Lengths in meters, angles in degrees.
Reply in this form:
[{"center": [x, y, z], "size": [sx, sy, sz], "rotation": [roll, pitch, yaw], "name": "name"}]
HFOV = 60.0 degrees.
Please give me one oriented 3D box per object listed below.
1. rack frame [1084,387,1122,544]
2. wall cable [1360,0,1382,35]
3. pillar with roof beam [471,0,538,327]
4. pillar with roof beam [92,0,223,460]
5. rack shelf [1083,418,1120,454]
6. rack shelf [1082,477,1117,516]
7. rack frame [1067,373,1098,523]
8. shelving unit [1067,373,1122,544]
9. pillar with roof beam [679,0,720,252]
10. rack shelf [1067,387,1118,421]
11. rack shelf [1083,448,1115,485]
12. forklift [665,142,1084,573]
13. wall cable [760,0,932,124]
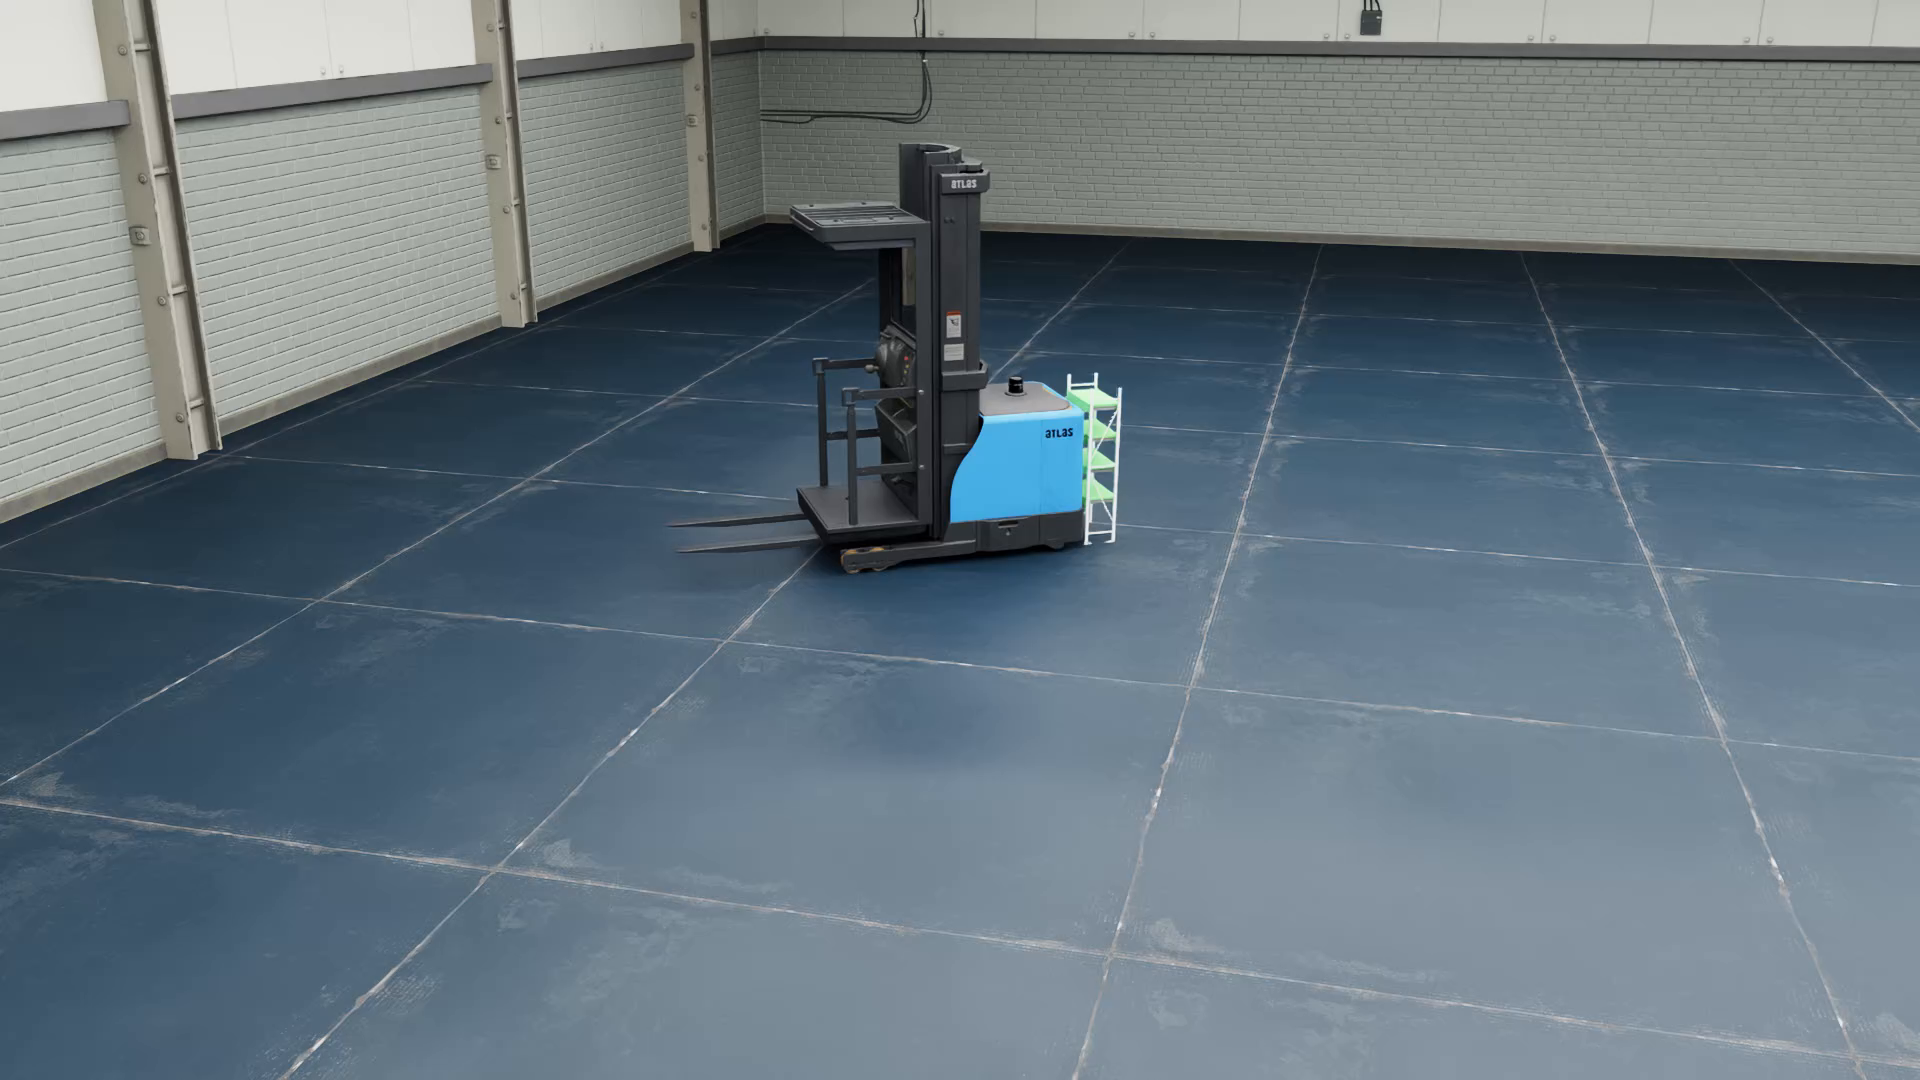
[{"center": [1.068, -0.548, 12.428], "size": [0.240, 1.200, 0.015], "rotation": [-5, 19, -16], "name": "rack frame"}, {"center": [7.233, -10.478, 24.181], "size": [2.305, 6.003, 0.169], "rotation": [5, 19, 13], "name": "wall cable"}, {"center": [-1.262, -6.584, 18.041], "size": [9.100, 9.000, 0.400], "rotation": [5, 19, 13], "name": "pillar with roof beam"}, {"center": [-2.728, -4.703, 12.535], "size": [9.100, 9.000, 0.400], "rotation": [5, 19, 13], "name": "pillar with roof beam"}, {"center": [1.000, -0.790, 12.593], "size": [0.258, 0.148, 0.480], "rotation": [-5, 19, -16], "name": "rack shelf"}, {"center": [0.993, -0.335, 12.746], "size": [0.258, 0.148, 0.480], "rotation": [-5, 19, -16], "name": "rack shelf"}, {"center": [0.927, -0.699, 12.870], "size": [0.240, 1.200, 0.015], "rotation": [-5, 19, -16], "name": "rack frame"}, {"center": [0.997, -0.623, 12.649], "size": [0.258, 1.200, 0.503], "rotation": [-5, 19, -16], "name": "shelving unit"}, {"center": [0.204, -8.464, 23.547], "size": [9.100, 9.000, 0.400], "rotation": [5, 19, 13], "name": "pillar with roof beam"}, {"center": [1.004, -1.017, 12.516], "size": [0.258, 0.148, 0.480], "rotation": [-5, 19, -16], "name": "rack shelf"}, {"center": [0.996, -0.563, 12.670], "size": [0.258, 0.148, 0.480], "rotation": [-5, 19, -16], "name": "rack shelf"}, {"center": [-0.650, -1.337, 12.067], "size": [3.031, 2.935, 1.130], "rotation": [-6, 20, -16], "name": "forklift"}, {"center": [-1.969, -8.154, 27.442], "size": [3.097, 2.526, 0.112], "rotation": [5, 19, 13], "name": "wall cable"}]
